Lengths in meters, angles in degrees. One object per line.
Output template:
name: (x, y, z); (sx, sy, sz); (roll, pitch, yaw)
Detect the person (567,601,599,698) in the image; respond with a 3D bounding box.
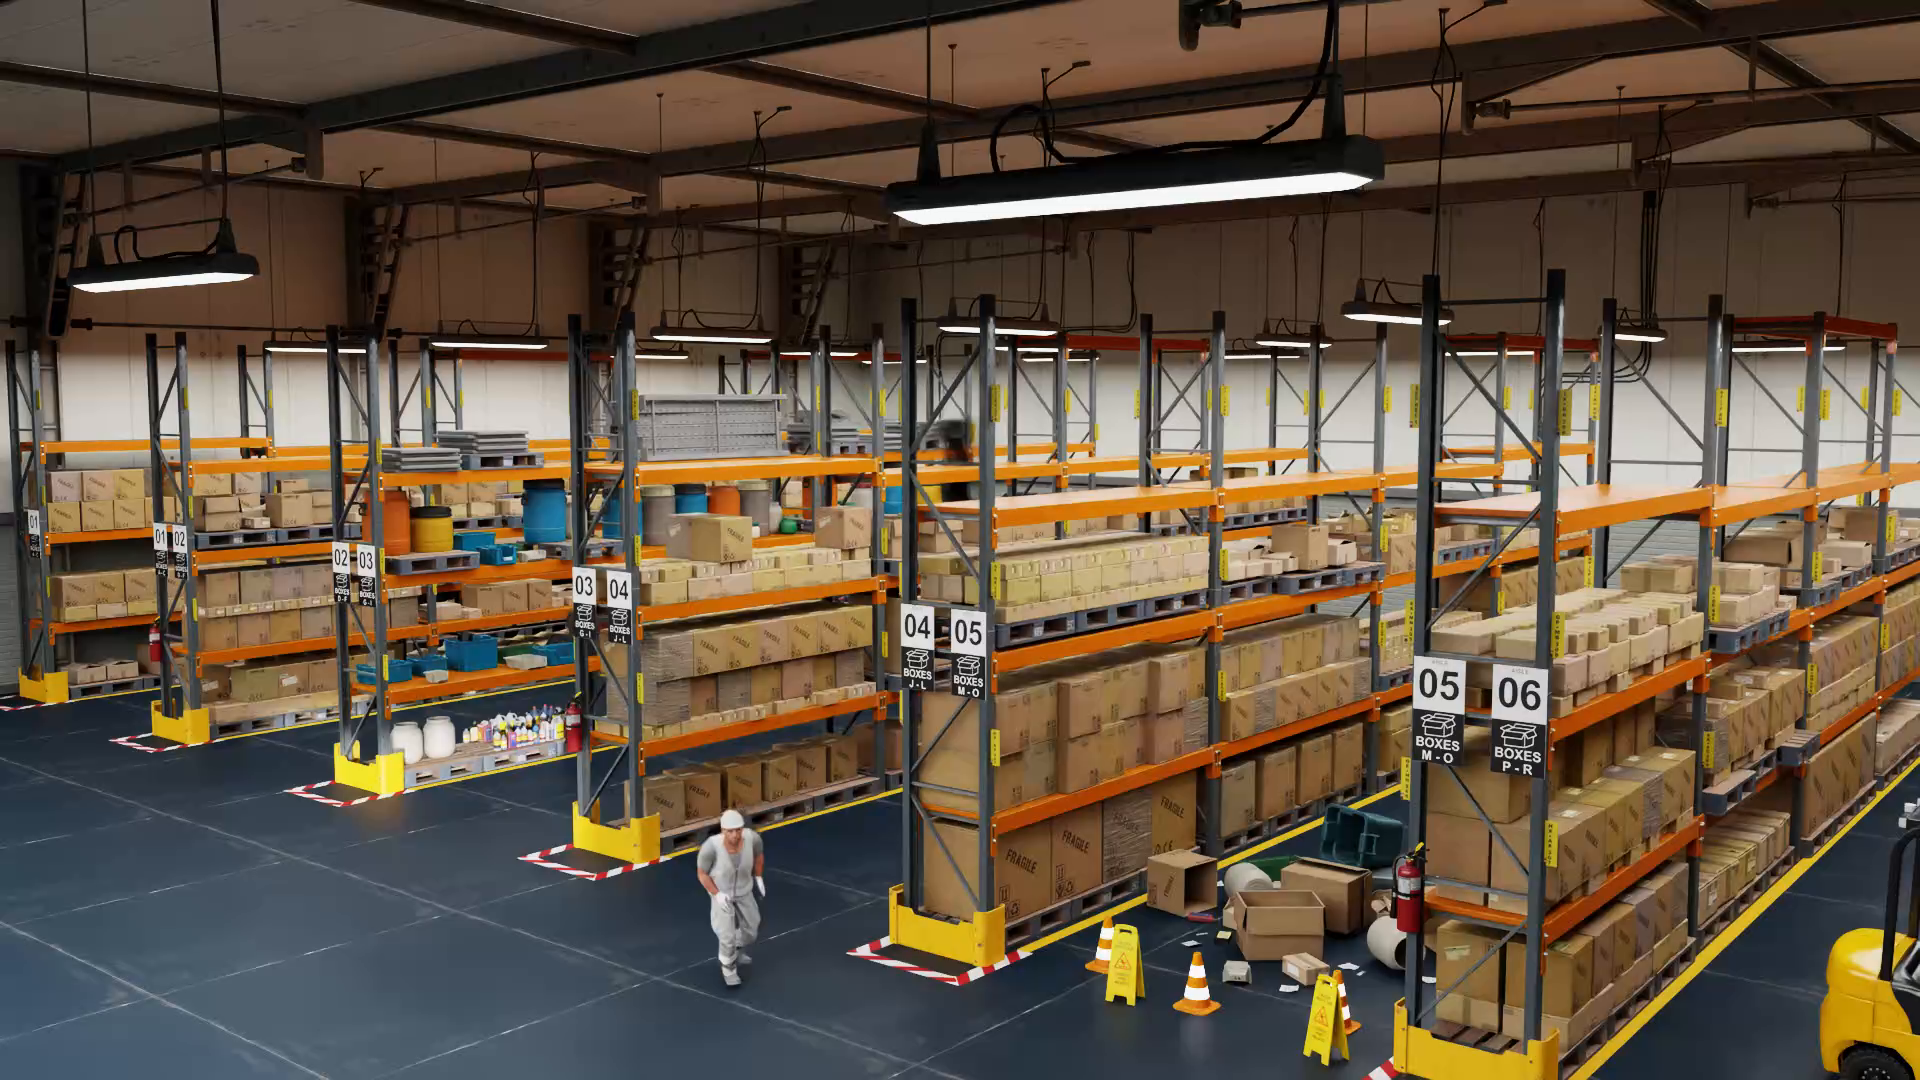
person: (-6.327, 1.802, 28.176); (0.712, 1.717, 0.805); (2, 5, 18)

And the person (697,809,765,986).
person: (-1.988, 3.058, 14.369); (0.637, 1.633, 0.910); (-2, 6, -25)
